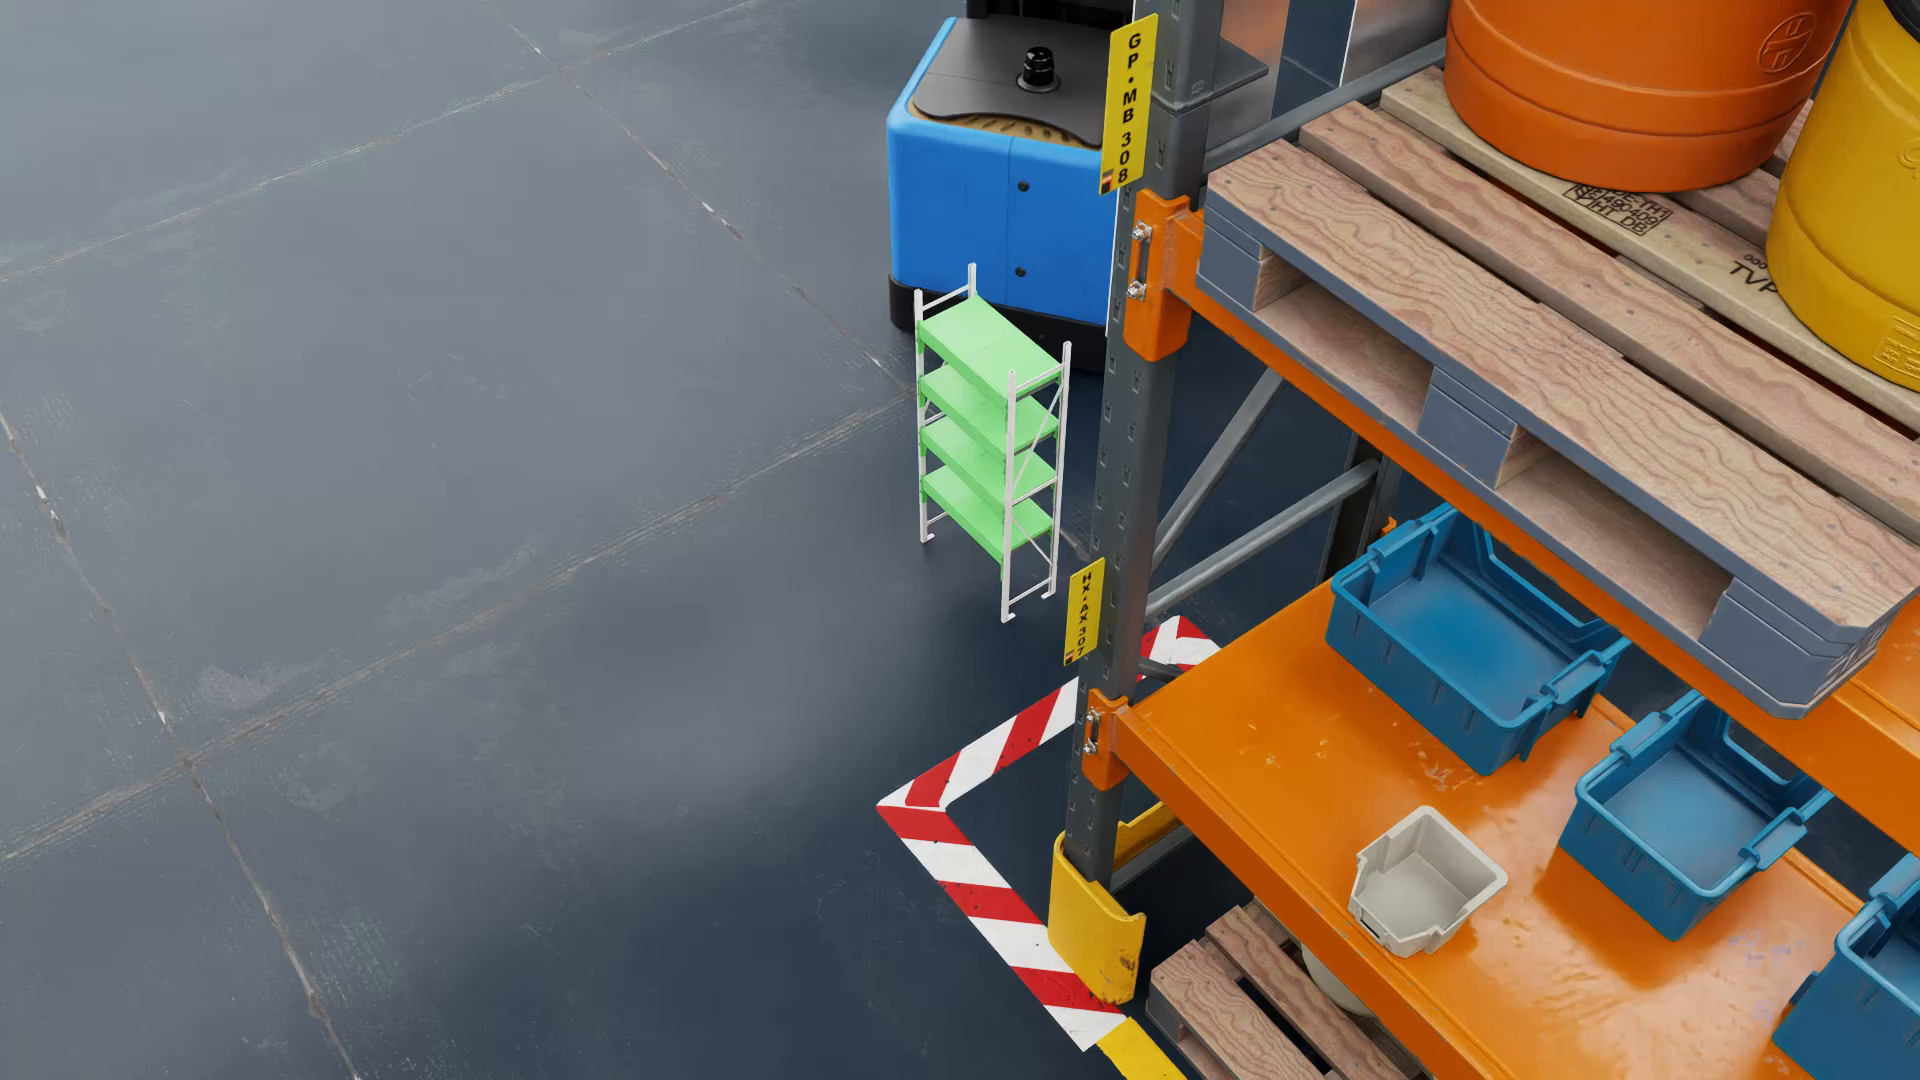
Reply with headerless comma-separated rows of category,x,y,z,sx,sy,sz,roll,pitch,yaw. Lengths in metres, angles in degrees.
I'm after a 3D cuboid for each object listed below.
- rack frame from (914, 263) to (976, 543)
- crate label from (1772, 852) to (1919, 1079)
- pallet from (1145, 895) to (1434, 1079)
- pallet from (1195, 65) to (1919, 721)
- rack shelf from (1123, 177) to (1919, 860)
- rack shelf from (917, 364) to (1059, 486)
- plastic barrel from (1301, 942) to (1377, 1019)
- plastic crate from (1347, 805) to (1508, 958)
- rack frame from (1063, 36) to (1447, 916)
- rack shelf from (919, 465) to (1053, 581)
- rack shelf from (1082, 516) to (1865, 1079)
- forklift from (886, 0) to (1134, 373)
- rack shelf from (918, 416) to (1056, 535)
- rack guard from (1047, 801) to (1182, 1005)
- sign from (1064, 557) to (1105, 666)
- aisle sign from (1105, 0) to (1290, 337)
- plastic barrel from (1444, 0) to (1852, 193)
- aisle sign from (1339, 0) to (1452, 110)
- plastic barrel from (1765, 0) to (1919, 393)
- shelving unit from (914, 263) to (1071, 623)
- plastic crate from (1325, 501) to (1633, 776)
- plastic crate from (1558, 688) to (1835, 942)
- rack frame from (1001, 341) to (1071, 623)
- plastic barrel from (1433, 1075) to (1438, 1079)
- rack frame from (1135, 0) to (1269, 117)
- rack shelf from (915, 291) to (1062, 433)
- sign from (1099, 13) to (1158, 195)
rack frame,-0.048,-0.449,5.847,0.240,1.200,0.015,-29,54,-24
crate label,2.060,0.971,3.321,0.502,0.435,0.616,-29,54,-24
pallet,1.301,1.461,4.783,1.003,0.211,1.213,-29,54,-24
pallet,1.153,-0.393,2.685,1.003,0.211,1.213,-29,54,-24
rack shelf,1.941,0.433,2.294,1.077,0.370,4.000,-29,54,-24
rack shelf,0.100,-0.424,5.587,0.258,0.148,0.480,-29,54,-24
plastic barrel,1.189,1.068,4.653,0.421,0.512,0.421,0,48,0
plastic crate,1.016,0.780,3.696,0.298,0.136,0.250,-29,54,-24
rack frame,0.730,0.019,4.208,1.000,3.000,0.127,-29,54,-24
rack shelf,0.100,-0.101,5.942,0.258,0.148,0.480,-29,54,-24
rack shelf,1.941,1.440,3.405,1.077,0.370,4.000,-29,54,-24
forklift,0.636,-2.778,6.790,1.130,2.935,3.031,13,49,12
rack shelf,0.100,-0.262,5.764,0.258,0.148,0.480,-29,54,-24
rack guard,0.813,0.883,5.112,1.175,0.500,0.348,-29,54,-24
sign,0.290,0.171,3.884,0.100,0.325,0.005,-29,54,-24
aisle sign,0.453,-0.765,3.164,0.394,0.787,0.004,-29,54,-24
plastic barrel,1.125,-1.044,2.574,0.600,0.830,0.708,-29,54,-24
aisle sign,0.923,-1.030,3.404,0.394,0.787,0.004,-29,54,-24
plastic barrel,1.521,-0.577,2.314,0.600,0.588,0.600,0,48,0
shelving unit,0.100,-0.305,5.717,0.258,1.200,0.503,-29,54,-24
plastic crate,1.271,0.230,4.117,0.499,0.251,0.616,-29,54,-24
plastic crate,1.660,0.616,3.768,0.499,0.251,0.408,-29,54,-24
rack frame,0.248,-0.162,5.587,0.240,1.200,0.015,-29,54,-24
plastic barrel,1.493,1.363,4.385,0.421,0.512,0.421,0,48,0
rack frame,0.730,-1.996,1.985,1.000,3.000,0.127,-29,54,-24
rack shelf,0.100,-0.585,5.409,0.258,0.148,0.480,-29,54,-24
sign,0.290,-0.747,2.872,0.100,0.325,0.005,-29,54,-24
